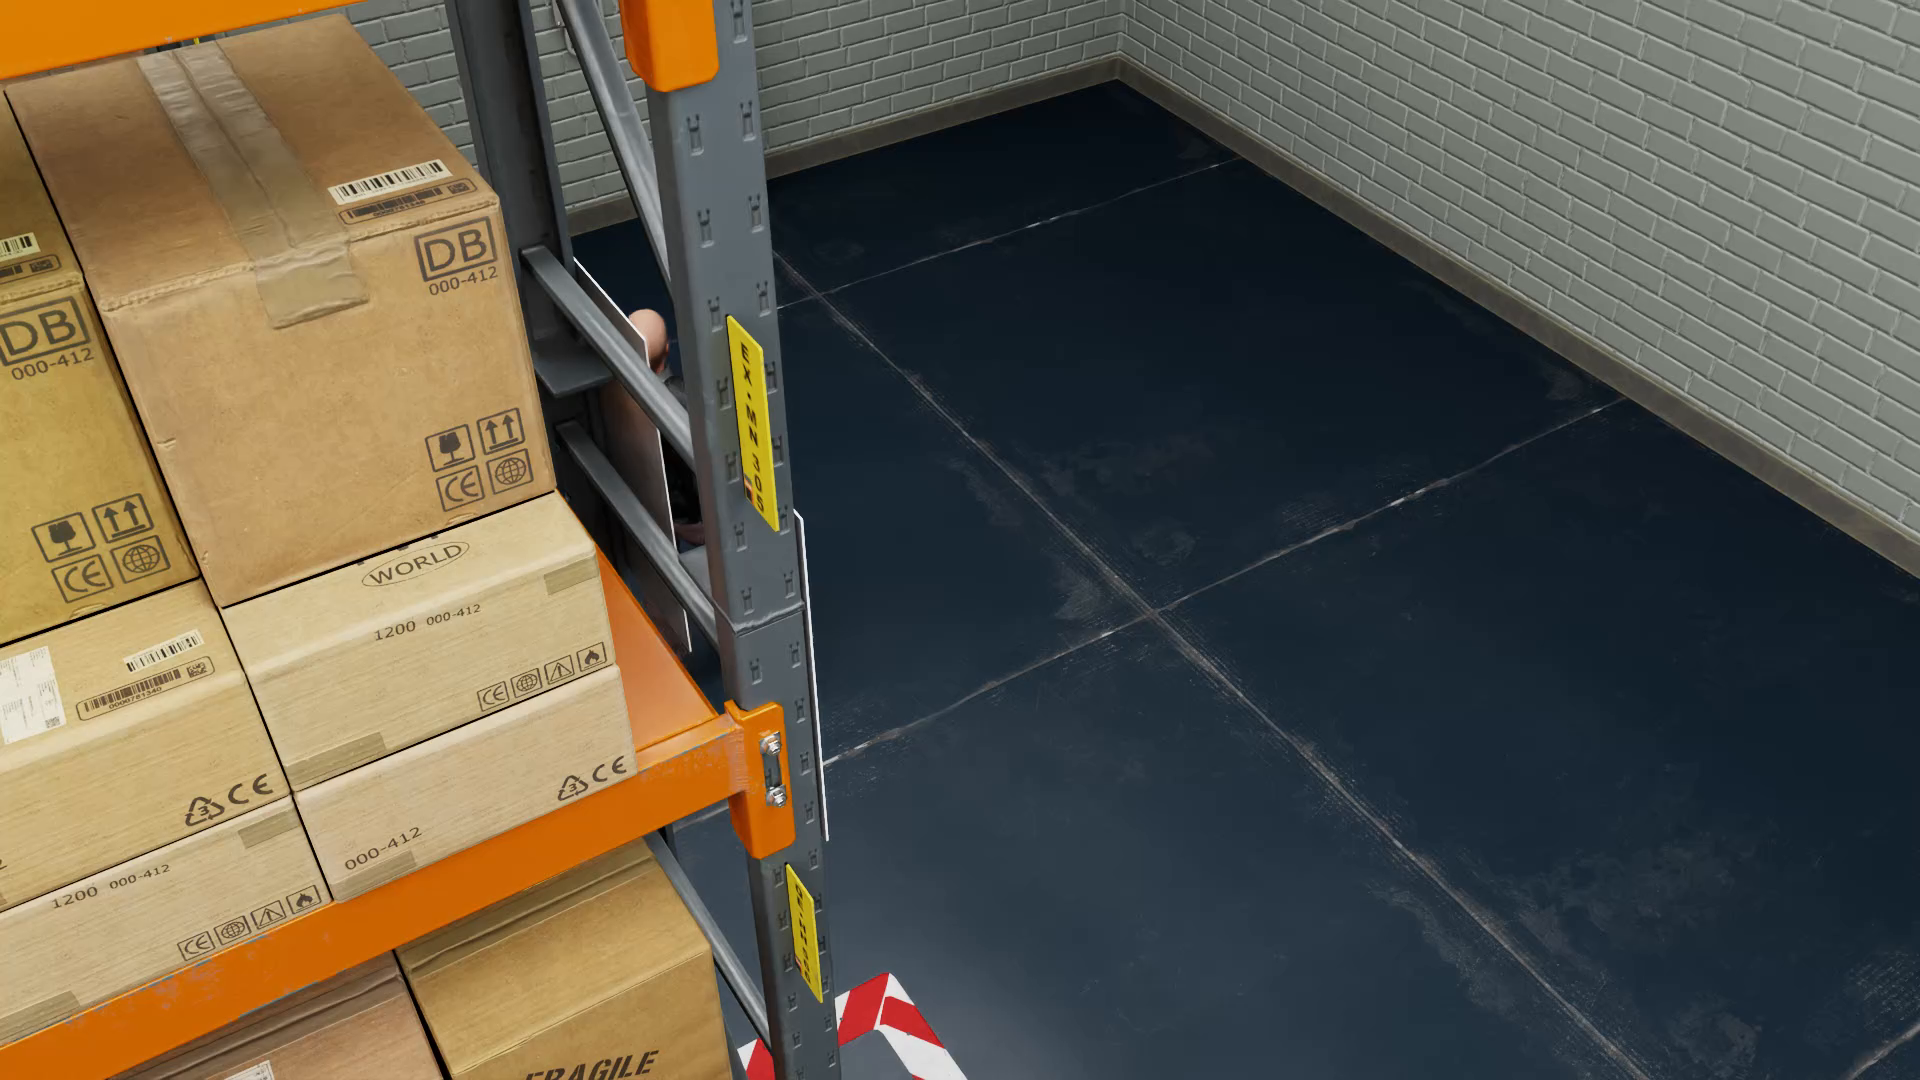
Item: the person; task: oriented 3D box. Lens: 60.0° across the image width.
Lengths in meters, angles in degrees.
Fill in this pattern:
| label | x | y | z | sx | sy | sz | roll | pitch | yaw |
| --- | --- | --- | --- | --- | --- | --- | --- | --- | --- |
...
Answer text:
| label | x | y | z | sx | sy | sz | roll | pitch | yaw |
| --- | --- | --- | --- | --- | --- | --- | --- | --- | --- |
| person | -1.068 | -0.166 | 6.405 | 0.534 | 1.654 | 0.516 | 9 | 41 | 10 |
